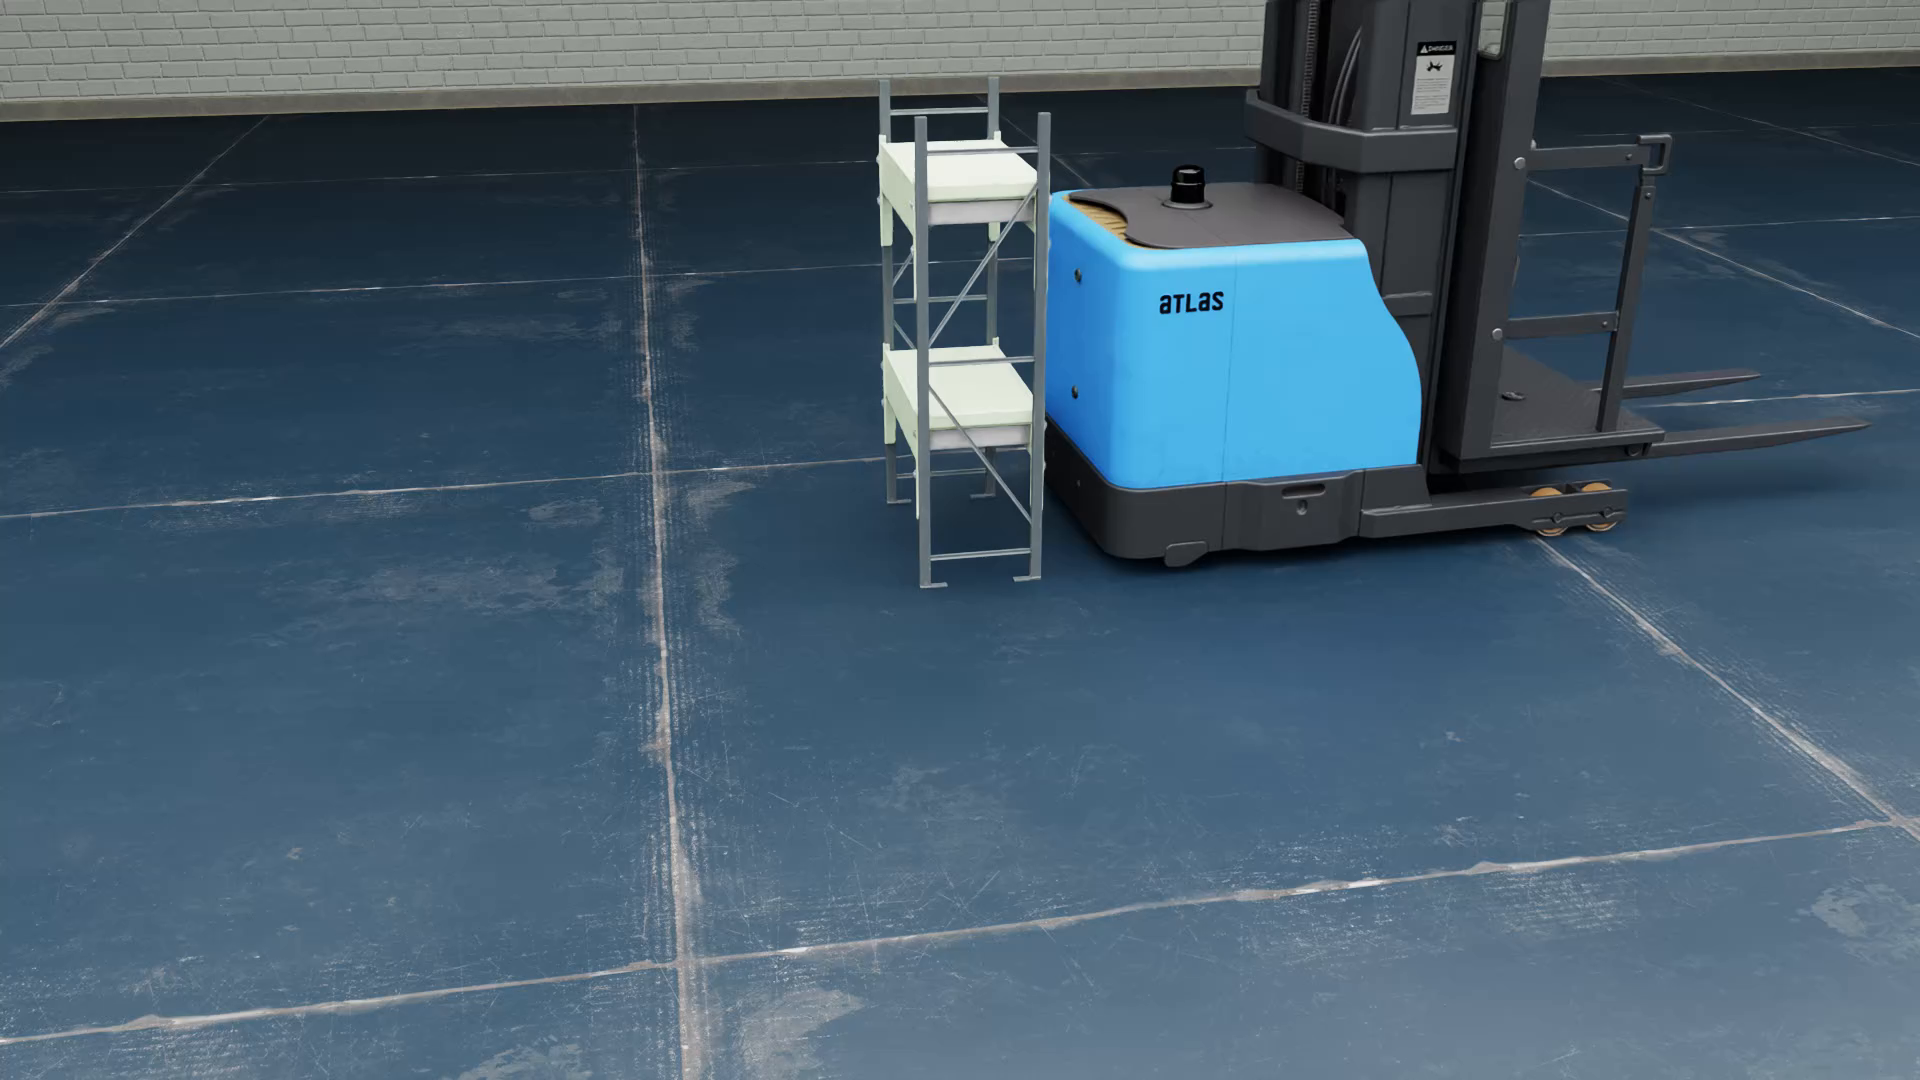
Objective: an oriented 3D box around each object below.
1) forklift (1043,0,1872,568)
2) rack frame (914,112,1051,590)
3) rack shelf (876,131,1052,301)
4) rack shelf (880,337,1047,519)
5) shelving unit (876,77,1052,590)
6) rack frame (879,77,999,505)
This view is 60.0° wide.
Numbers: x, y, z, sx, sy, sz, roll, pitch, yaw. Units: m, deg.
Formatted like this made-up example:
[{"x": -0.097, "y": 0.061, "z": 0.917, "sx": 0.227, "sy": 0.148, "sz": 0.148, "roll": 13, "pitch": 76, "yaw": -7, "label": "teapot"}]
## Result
[{"x": 1.841, "y": -1.554, "z": 5.646, "sx": 3.031, "sy": 2.935, "sz": 1.130, "roll": -6, "pitch": 24, "yaw": -13, "label": "forklift"}, {"x": 0.066, "y": -0.546, "z": 5.126, "sx": 0.400, "sy": 1.500, "sz": 0.023, "roll": -4, "pitch": 24, "yaw": -10, "label": "rack frame"}, {"x": -0.001, "y": -1.048, "z": 5.300, "sx": 0.431, "sy": 0.370, "sz": 0.720, "roll": -4, "pitch": 24, "yaw": -10, "label": "rack shelf"}, {"x": -0.001, "y": -0.391, "z": 5.586, "sx": 0.431, "sy": 0.370, "sz": 0.720, "roll": -4, "pitch": 24, "yaw": -10, "label": "rack shelf"}, {"x": -0.001, "y": -0.690, "z": 5.456, "sx": 0.431, "sy": 1.500, "sz": 0.755, "roll": -4, "pitch": 24, "yaw": -10, "label": "shelving unit"}, {"x": -0.069, "y": -0.834, "z": 5.785, "sx": 0.400, "sy": 1.500, "sz": 0.023, "roll": -4, "pitch": 24, "yaw": -10, "label": "rack frame"}]
